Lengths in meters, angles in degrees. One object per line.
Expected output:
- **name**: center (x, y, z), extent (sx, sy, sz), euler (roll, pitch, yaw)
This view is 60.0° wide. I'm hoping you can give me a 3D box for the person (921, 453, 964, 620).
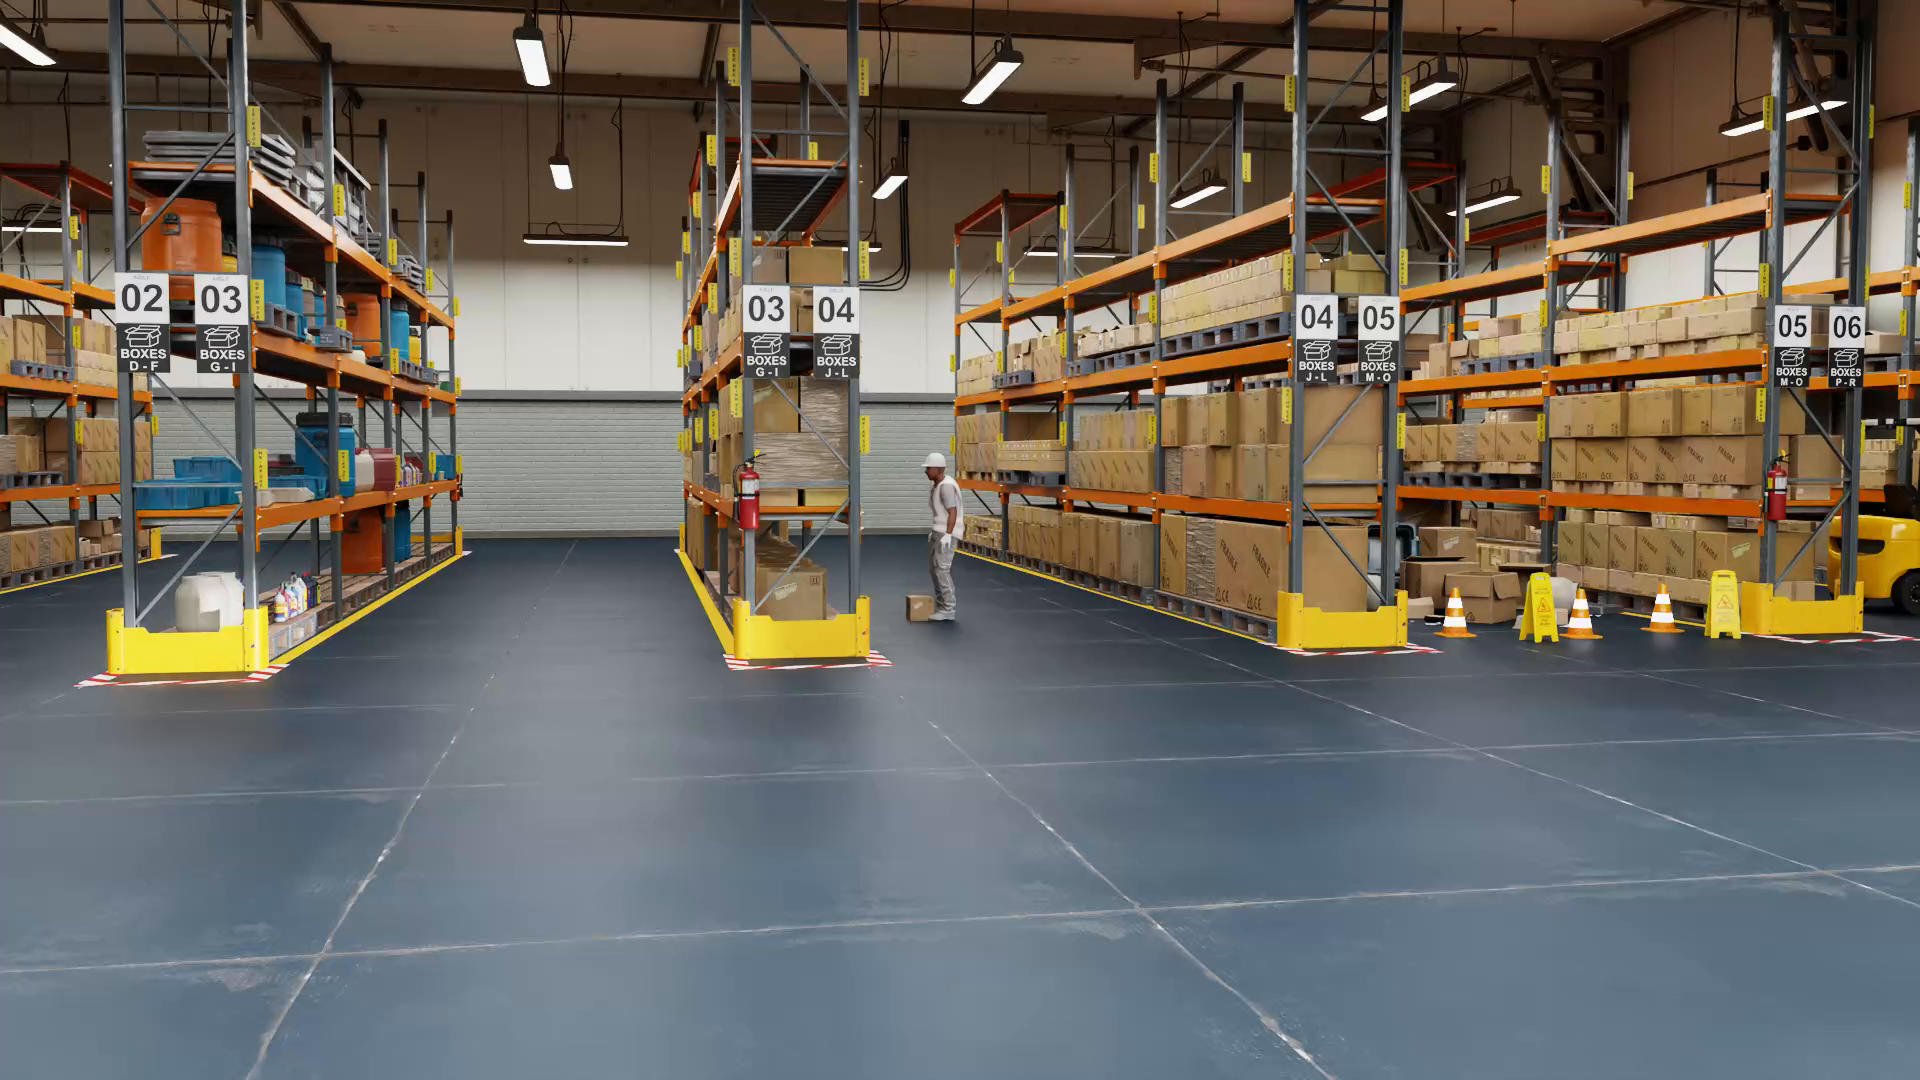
- **person**: center (-0.202, -0.038, 17.689), extent (0.452, 1.772, 0.616), euler (-1, 3, -14)
